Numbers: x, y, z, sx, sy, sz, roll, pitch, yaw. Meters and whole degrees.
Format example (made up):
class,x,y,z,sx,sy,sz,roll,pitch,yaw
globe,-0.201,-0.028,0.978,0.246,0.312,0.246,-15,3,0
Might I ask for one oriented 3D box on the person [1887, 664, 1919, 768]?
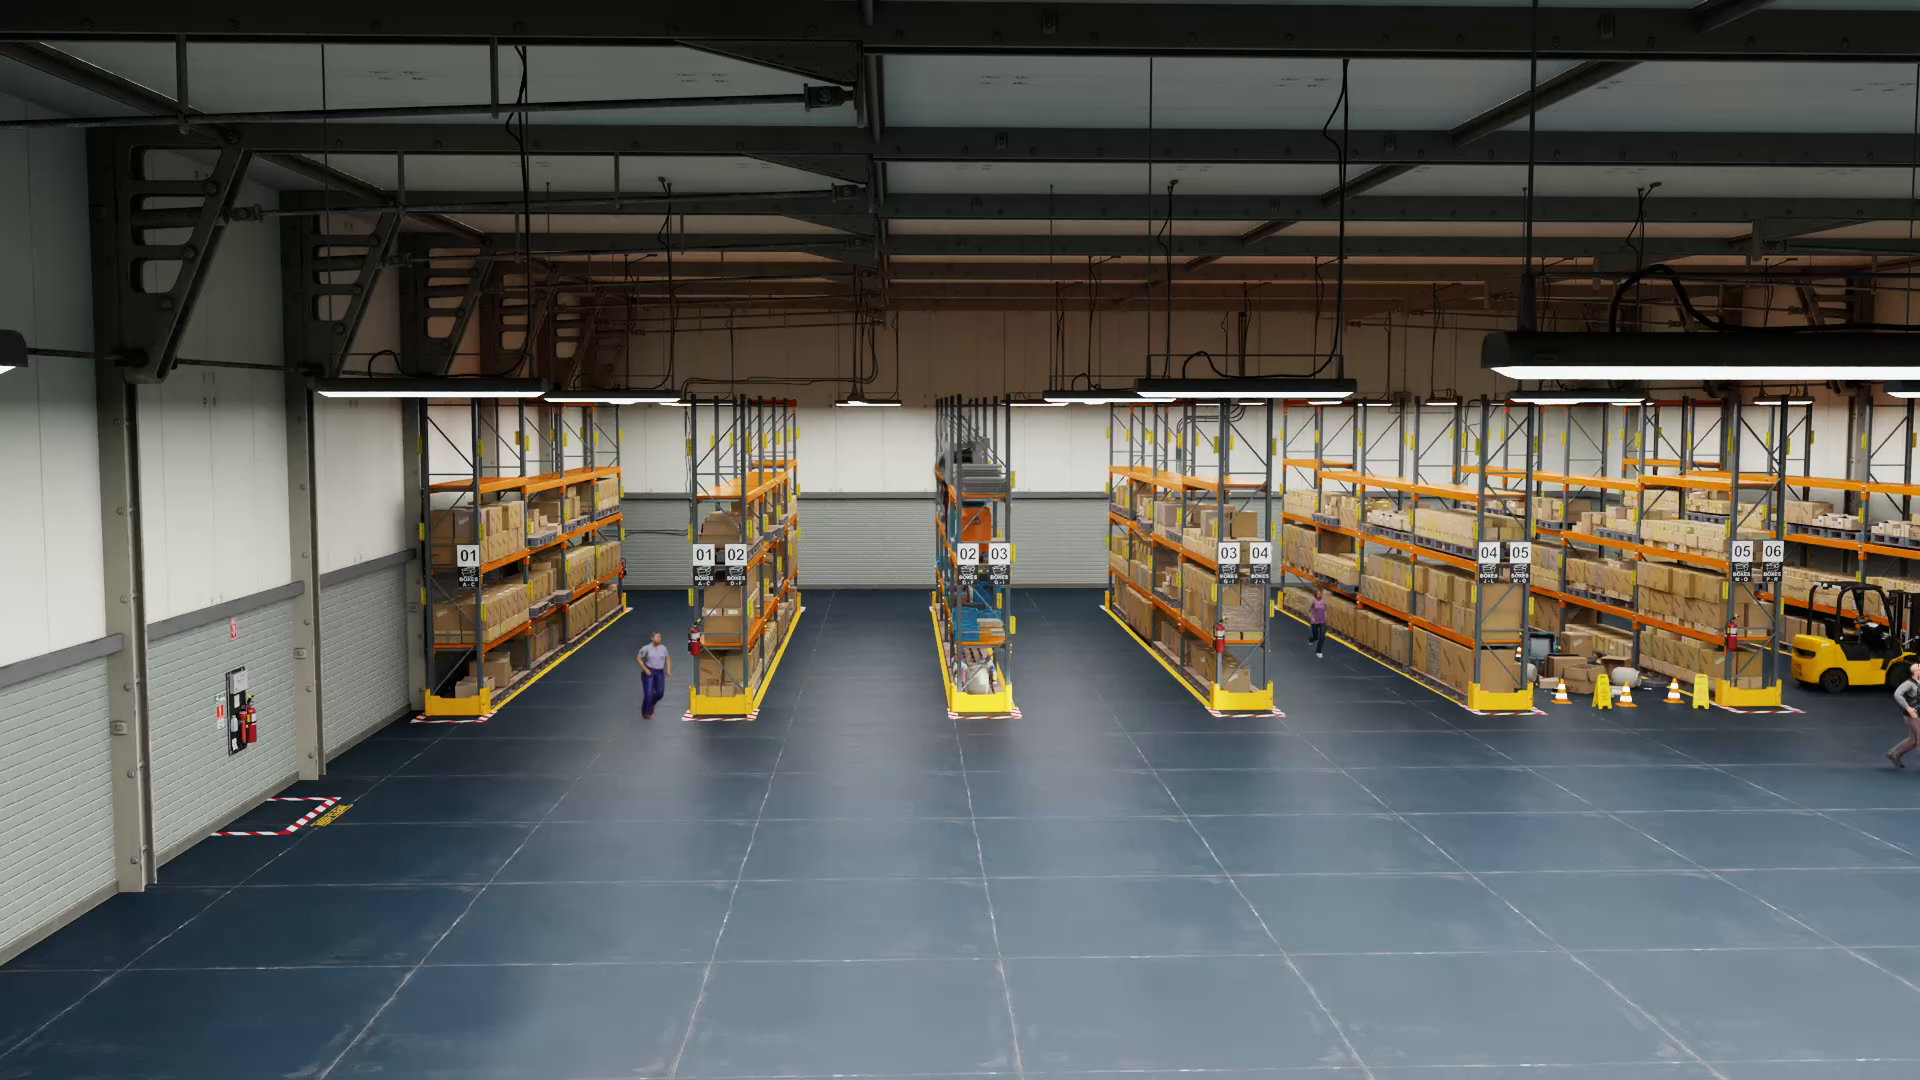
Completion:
class,x,y,z,sx,sy,sz,roll,pitch,yaw
person,14.975,2.804,26.065,0.653,1.747,0.822,-4,6,-42

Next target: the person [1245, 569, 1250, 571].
class,x,y,z,sx,sy,sz,roll,pitch,yaw
person,8.123,1.050,47.926,0.885,1.773,0.694,-4,6,-45

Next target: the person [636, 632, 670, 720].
class,x,y,z,sx,sy,sz,roll,pitch,yaw
person,-5.645,2.516,30.825,0.675,1.588,0.481,-3,5,-32

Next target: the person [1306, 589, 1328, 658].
class,x,y,z,sx,sy,sz,roll,pitch,yaw
person,8.277,1.921,38.506,0.542,1.573,0.694,-1,5,-8
